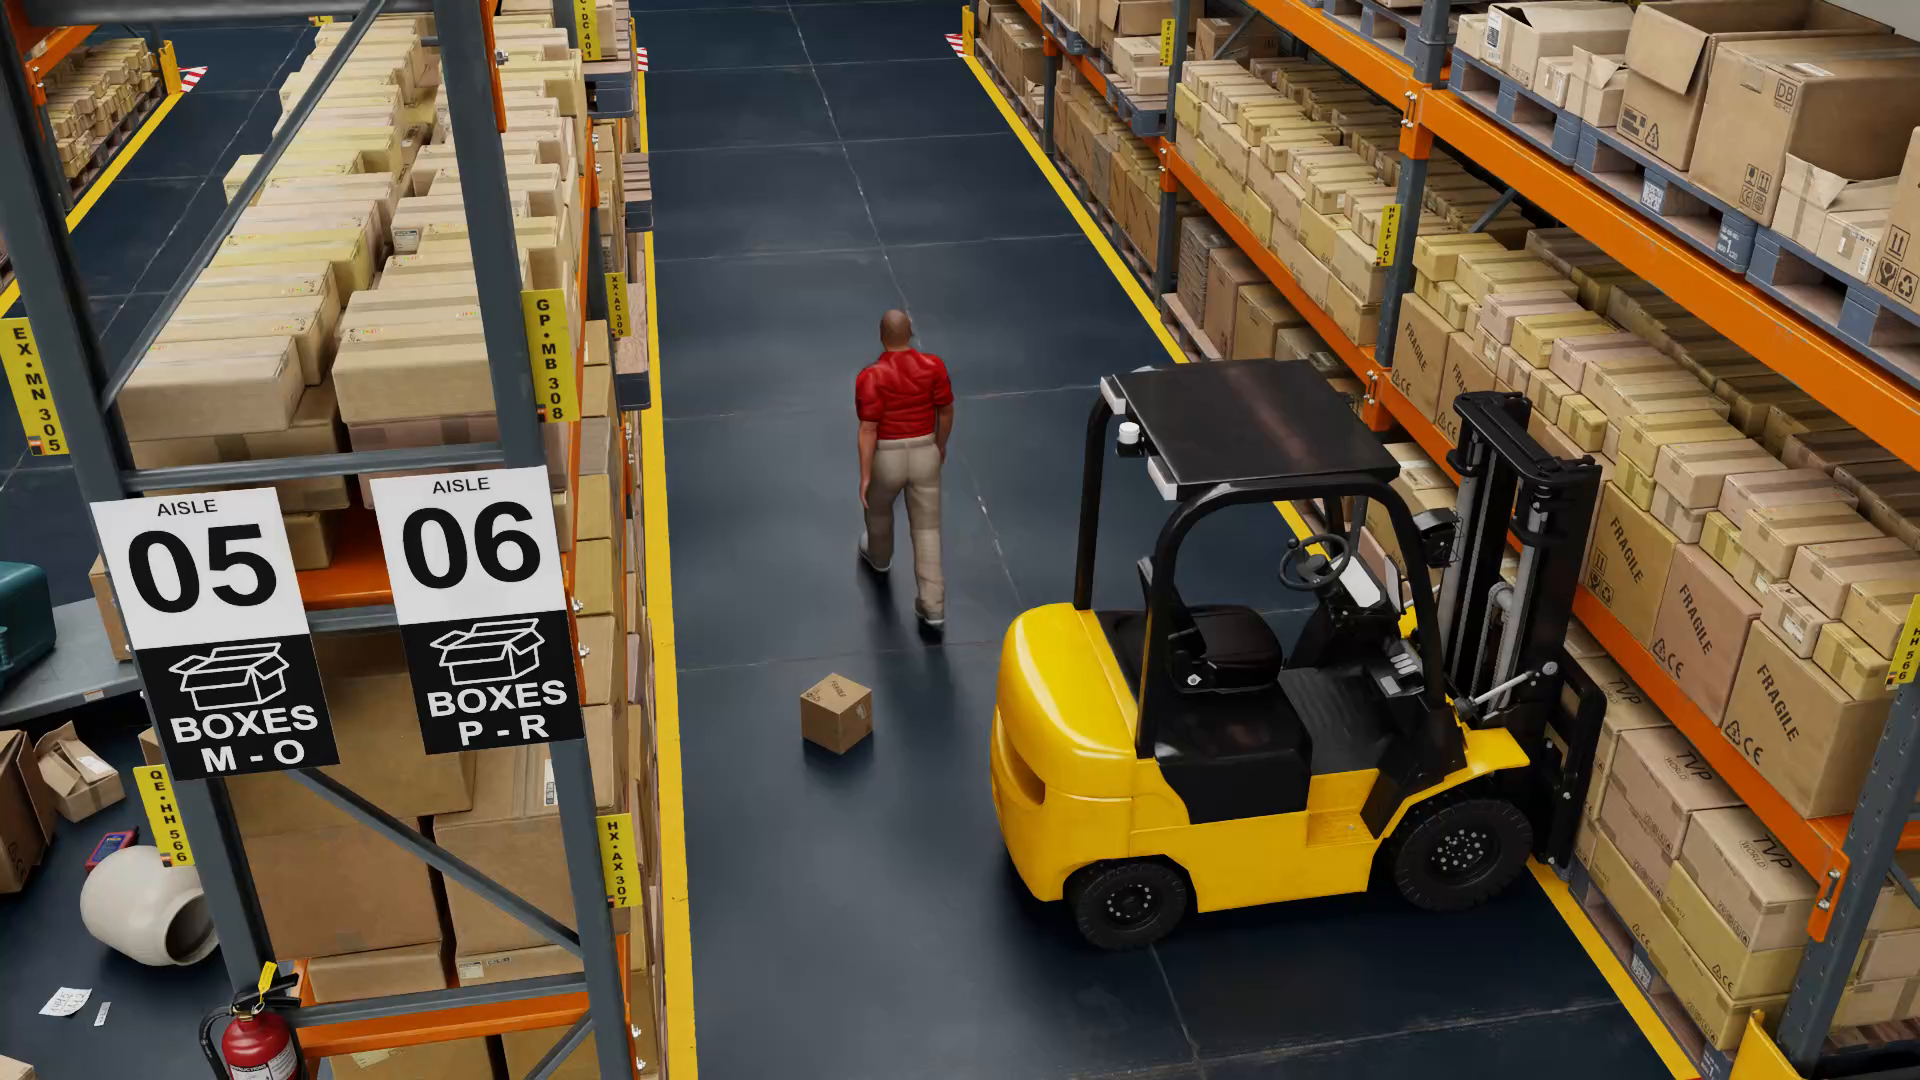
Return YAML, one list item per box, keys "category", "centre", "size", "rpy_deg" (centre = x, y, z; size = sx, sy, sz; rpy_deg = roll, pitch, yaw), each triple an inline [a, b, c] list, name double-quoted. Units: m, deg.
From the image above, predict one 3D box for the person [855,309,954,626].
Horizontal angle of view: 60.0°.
- category: "person"
  centre: [-0.297, -0.436, 8.914]
  size: [0.566, 1.669, 1.072]
  rpy_deg: [-8, 31, -13]
